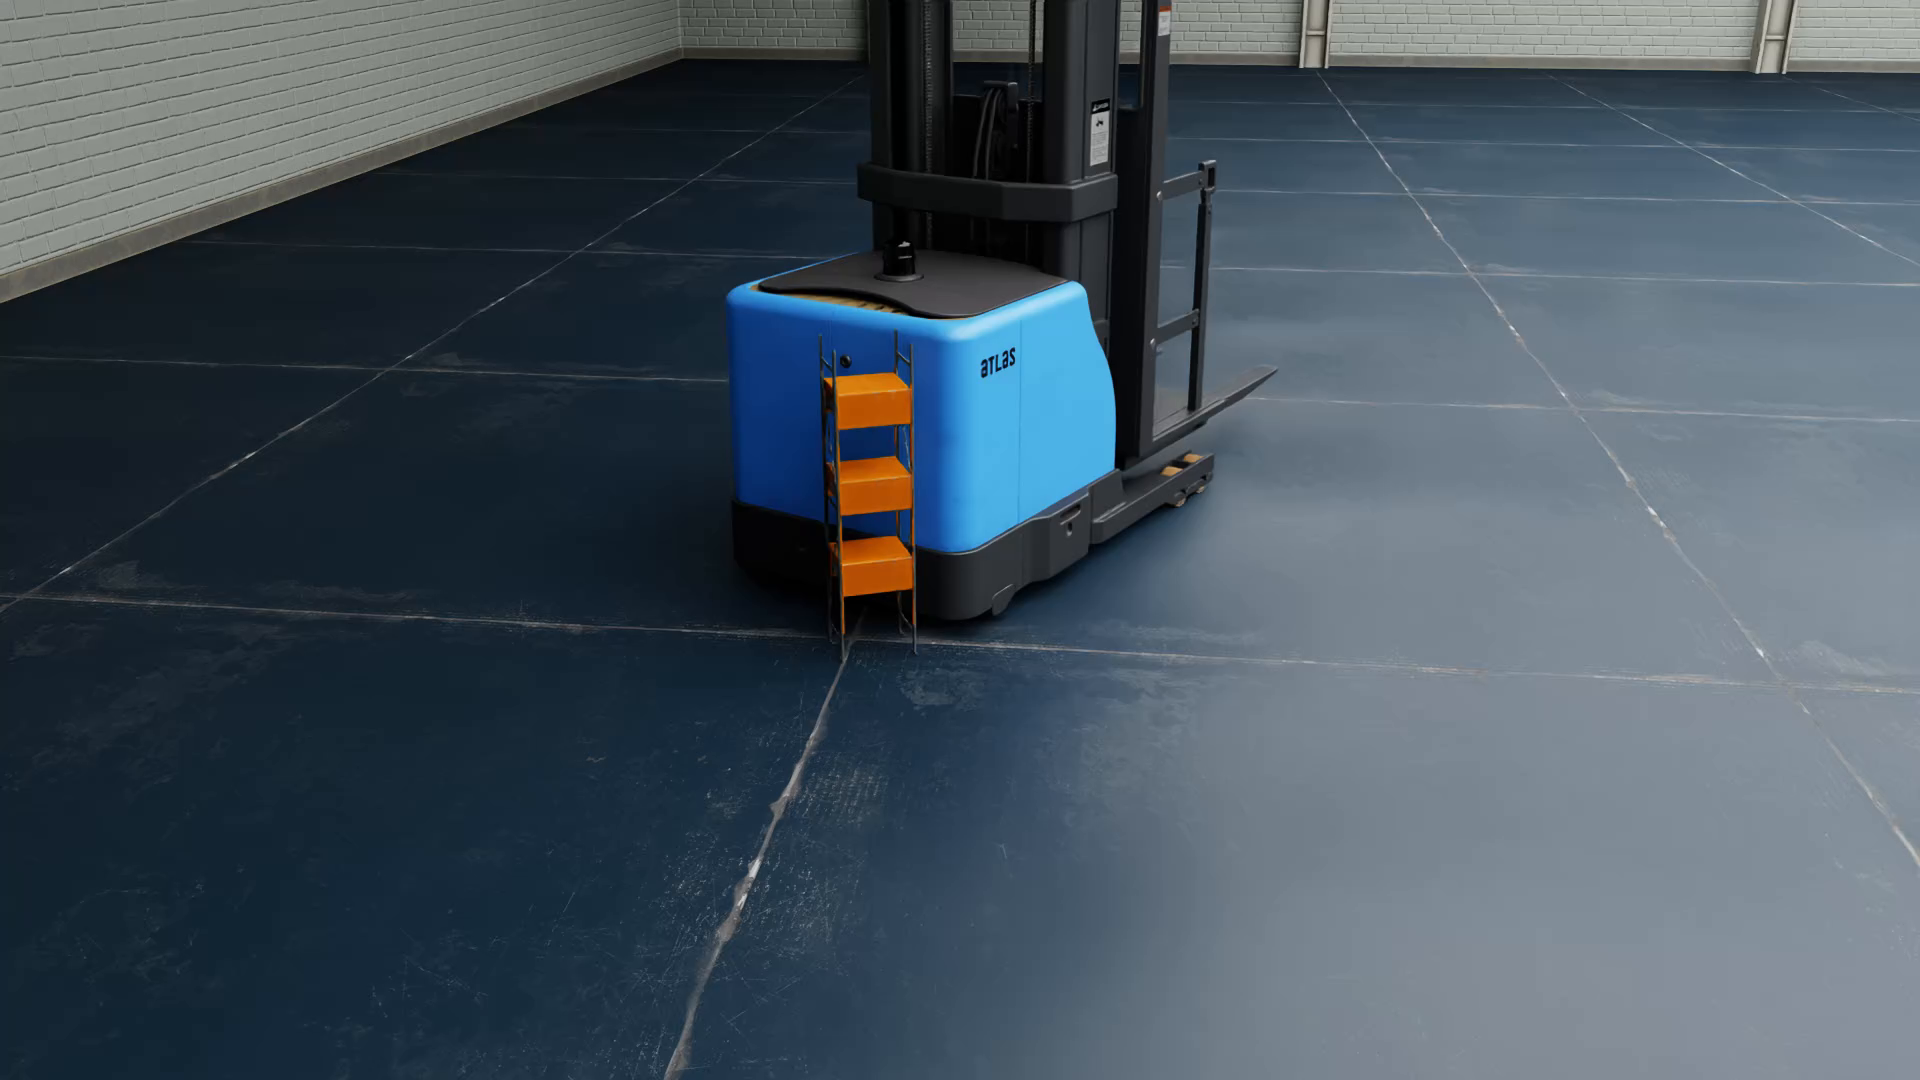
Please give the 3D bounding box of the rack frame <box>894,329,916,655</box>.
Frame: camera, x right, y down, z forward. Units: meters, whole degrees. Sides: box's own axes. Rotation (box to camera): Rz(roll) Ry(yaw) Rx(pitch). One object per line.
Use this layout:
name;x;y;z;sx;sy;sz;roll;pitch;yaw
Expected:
rack frame;-0.177;-0.146;5.380;0.008;1.050;0.200;-6;22;-16

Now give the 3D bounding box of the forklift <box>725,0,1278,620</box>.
forklift;0.404;-1.582;6.456;1.130;2.935;3.031;14;25;31

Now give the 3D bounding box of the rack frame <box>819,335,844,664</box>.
rack frame;-0.410;-0.119;5.313;0.008;1.050;0.200;-6;22;-16

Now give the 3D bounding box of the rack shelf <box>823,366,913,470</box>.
rack shelf;-0.293;-0.386;5.246;0.240;0.259;0.215;-6;22;-16

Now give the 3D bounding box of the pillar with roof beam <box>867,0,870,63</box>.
pillar with roof beam;-1.589;-9.414;18.011;0.400;9.000;9.100;2;22;6

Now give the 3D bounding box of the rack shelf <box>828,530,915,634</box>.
rack shelf;-0.293;0.136;5.452;0.240;0.259;0.215;-6;22;-16

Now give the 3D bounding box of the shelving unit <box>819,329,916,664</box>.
shelving unit;-0.293;-0.132;5.346;0.252;1.050;0.215;-6;22;-16

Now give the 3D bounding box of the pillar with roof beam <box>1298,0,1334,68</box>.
pillar with roof beam;4.370;-9.154;17.355;0.400;9.000;9.100;2;22;6

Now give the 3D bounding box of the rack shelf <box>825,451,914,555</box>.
rack shelf;-0.293;-0.122;5.350;0.240;0.259;0.215;-6;22;-16

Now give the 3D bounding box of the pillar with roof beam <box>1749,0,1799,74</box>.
pillar with roof beam;10.328;-8.894;16.698;0.400;9.000;9.100;2;22;6
